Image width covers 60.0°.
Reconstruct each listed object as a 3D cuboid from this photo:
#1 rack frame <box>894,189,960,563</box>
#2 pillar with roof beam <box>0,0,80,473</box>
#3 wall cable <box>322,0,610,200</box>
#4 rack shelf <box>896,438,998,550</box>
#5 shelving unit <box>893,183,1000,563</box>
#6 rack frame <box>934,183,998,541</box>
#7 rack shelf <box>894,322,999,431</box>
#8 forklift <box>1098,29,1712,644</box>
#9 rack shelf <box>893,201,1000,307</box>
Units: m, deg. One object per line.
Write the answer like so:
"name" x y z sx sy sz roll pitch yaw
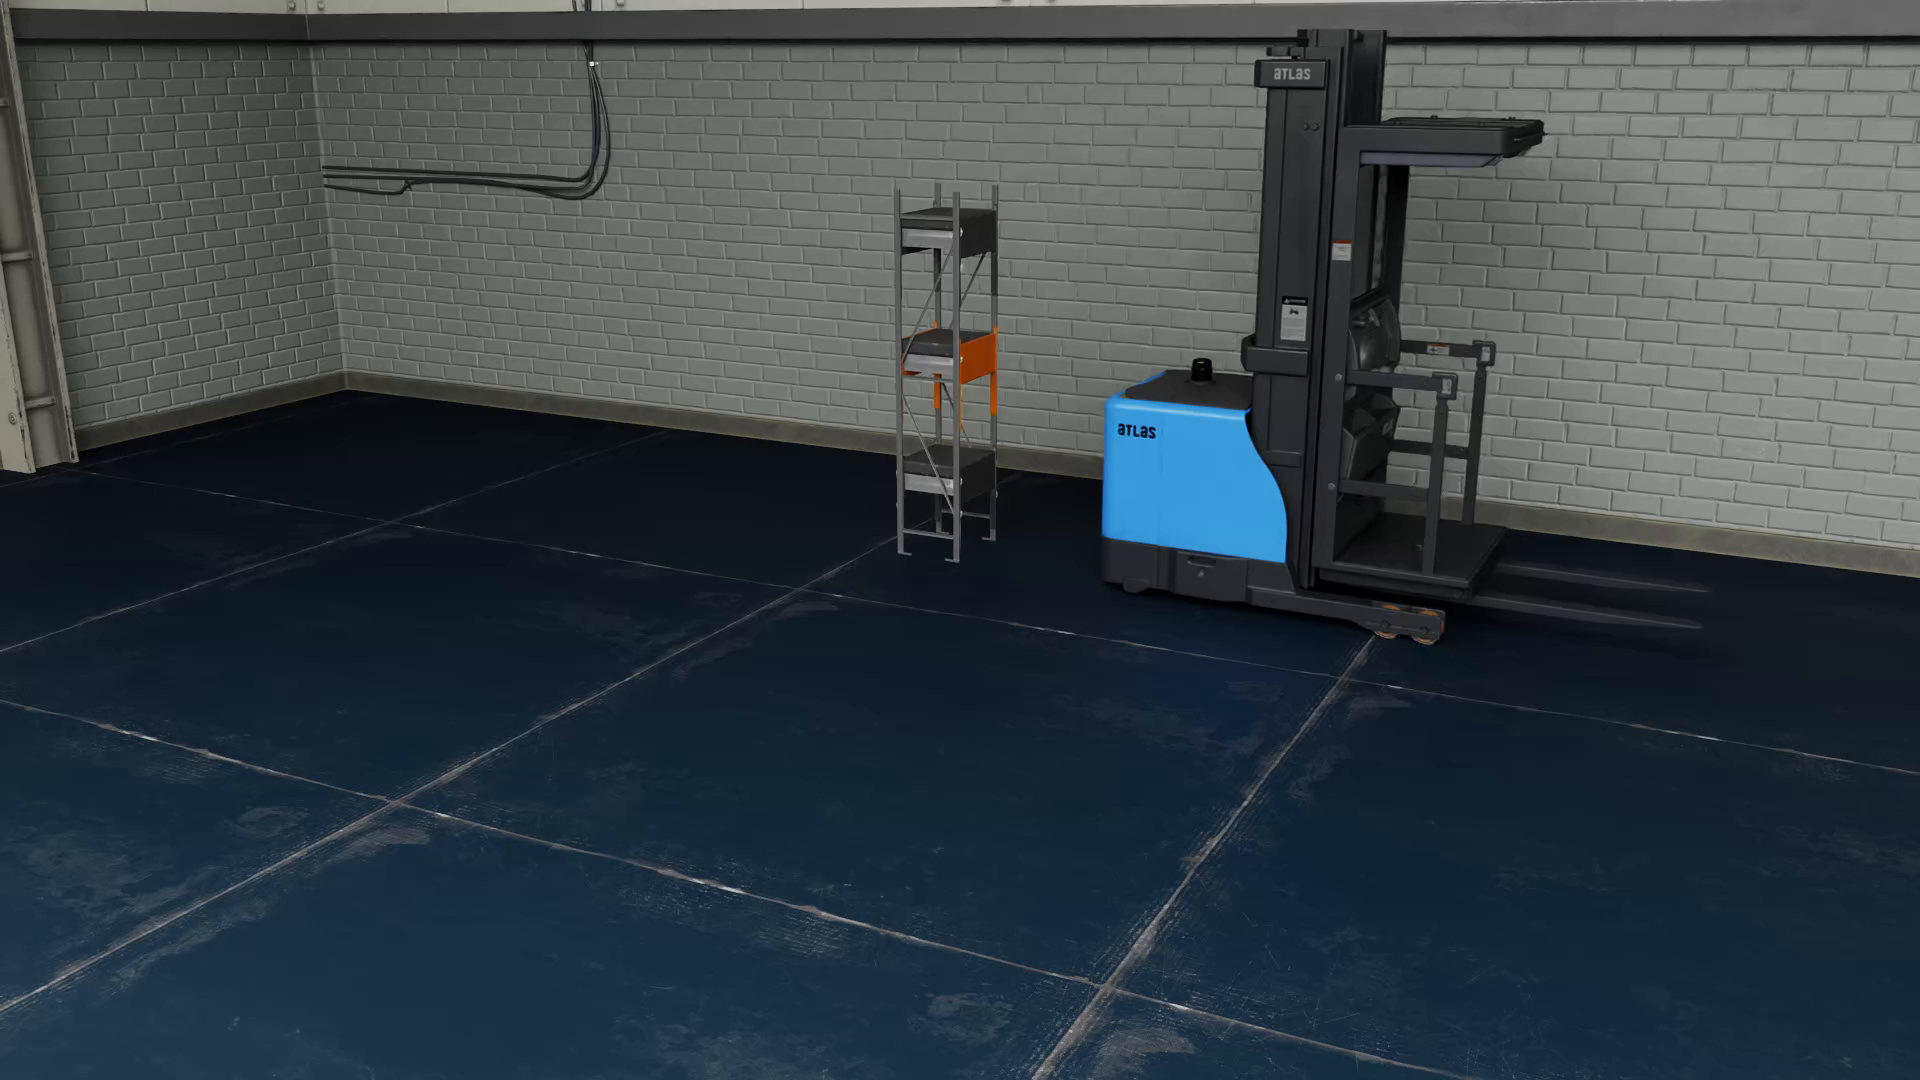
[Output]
"rack frame" -0.183 -0.902 9.374 0.400 2.100 0.015 8 18 25
"pillar with roof beam" -2.686 -4.300 8.698 9.100 9.000 0.400 8 18 25
"wall cable" -4.037 -3.942 12.944 3.097 2.526 0.112 8 18 25
"rack shelf" -0.074 -0.280 9.787 0.431 0.518 0.480 8 18 25
"shelving unit" -0.074 -0.964 9.583 0.431 2.100 0.503 8 18 25
"rack frame" 0.035 -1.027 9.793 0.400 2.100 0.015 8 18 25
"rack shelf" -0.074 -0.951 9.587 0.431 0.518 0.480 8 18 25
"forklift" 2.303 -1.058 8.439 3.031 2.935 1.130 8 18 26
"rack shelf" -0.074 -1.622 9.388 0.431 0.518 0.480 8 18 25
